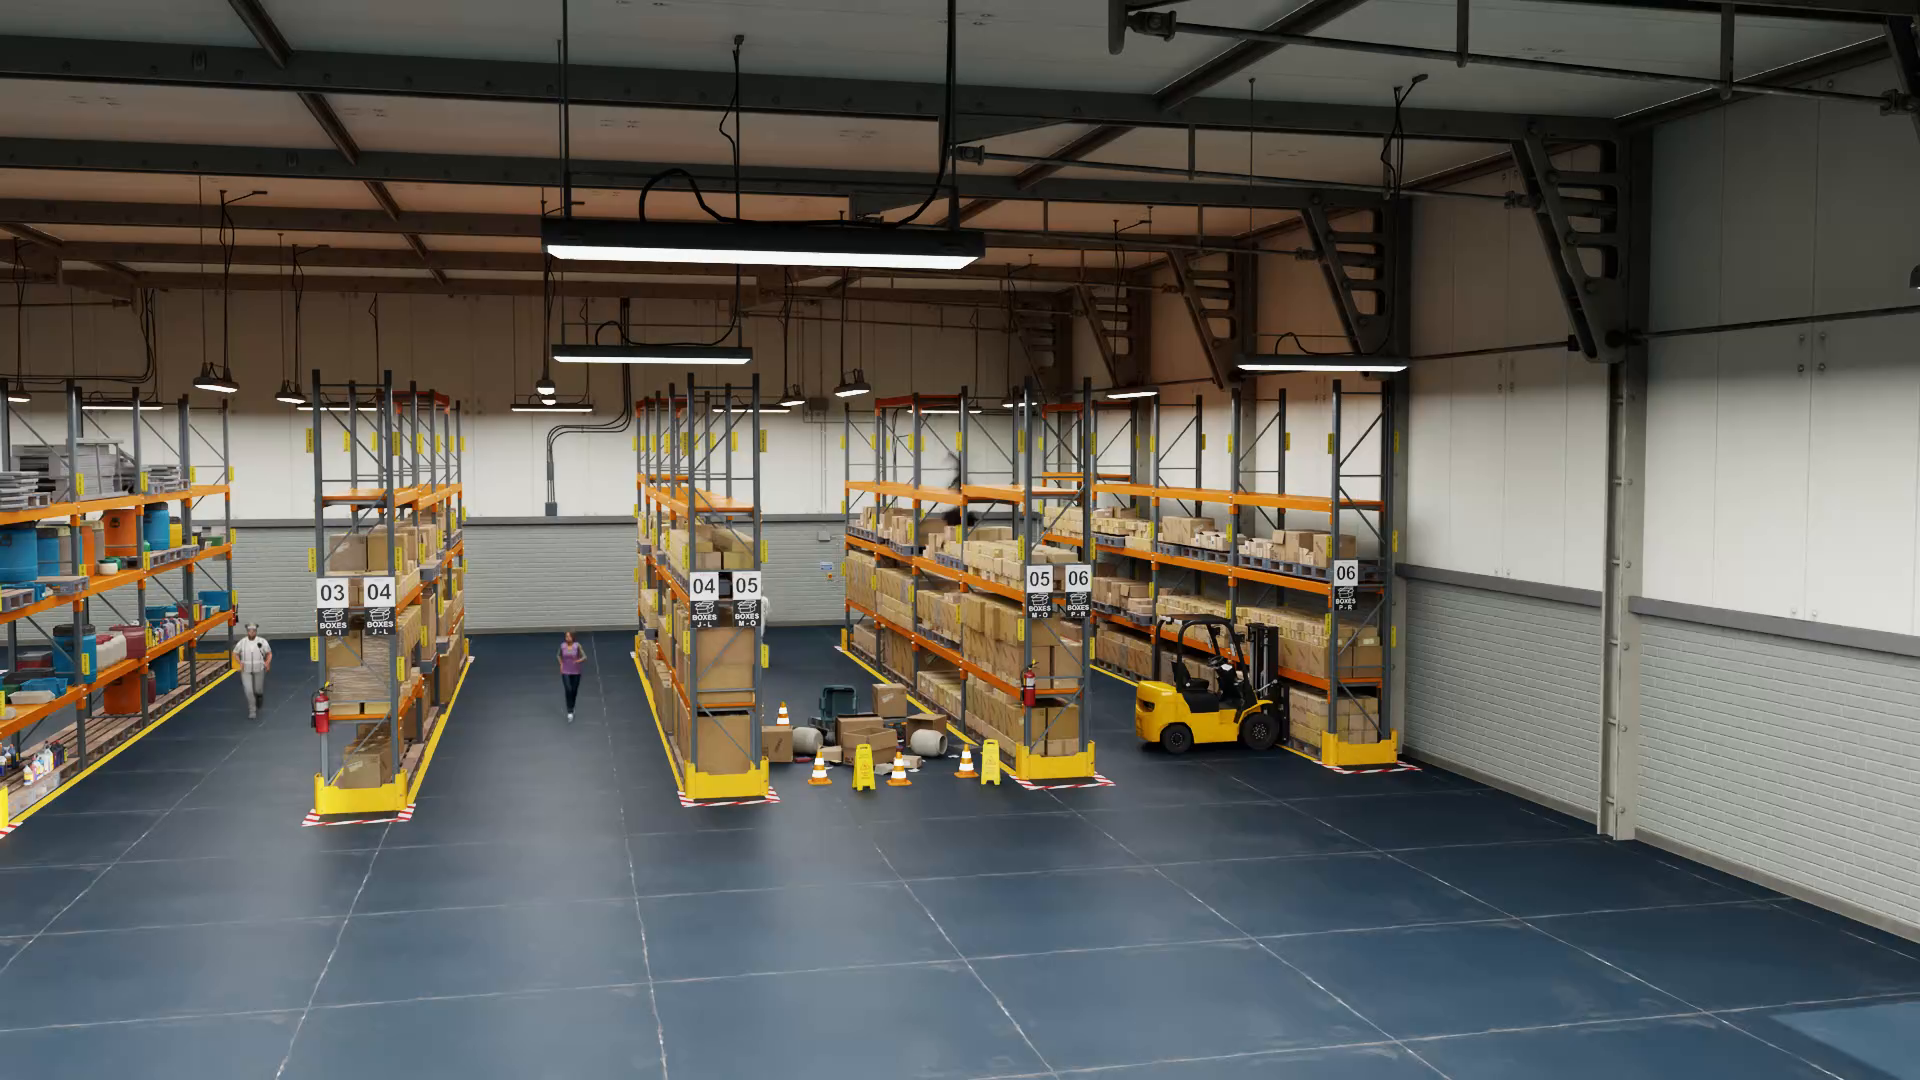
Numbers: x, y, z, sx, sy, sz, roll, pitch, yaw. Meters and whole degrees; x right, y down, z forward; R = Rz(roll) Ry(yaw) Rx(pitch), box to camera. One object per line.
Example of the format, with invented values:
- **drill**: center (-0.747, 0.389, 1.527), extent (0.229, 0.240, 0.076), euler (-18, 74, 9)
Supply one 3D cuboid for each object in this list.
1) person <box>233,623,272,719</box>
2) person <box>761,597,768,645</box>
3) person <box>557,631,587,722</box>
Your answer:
- **person**: center (-13.005, 2.379, 30.571), extent (0.664, 1.749, 0.632), euler (-1, 4, -22)
- **person**: center (-4.736, 1.919, 38.359), extent (0.690, 1.733, 0.715), euler (-2, 4, -36)
- **person**: center (-7.080, 2.450, 30.345), extent (0.525, 1.611, 0.820), euler (-1, 3, -13)
